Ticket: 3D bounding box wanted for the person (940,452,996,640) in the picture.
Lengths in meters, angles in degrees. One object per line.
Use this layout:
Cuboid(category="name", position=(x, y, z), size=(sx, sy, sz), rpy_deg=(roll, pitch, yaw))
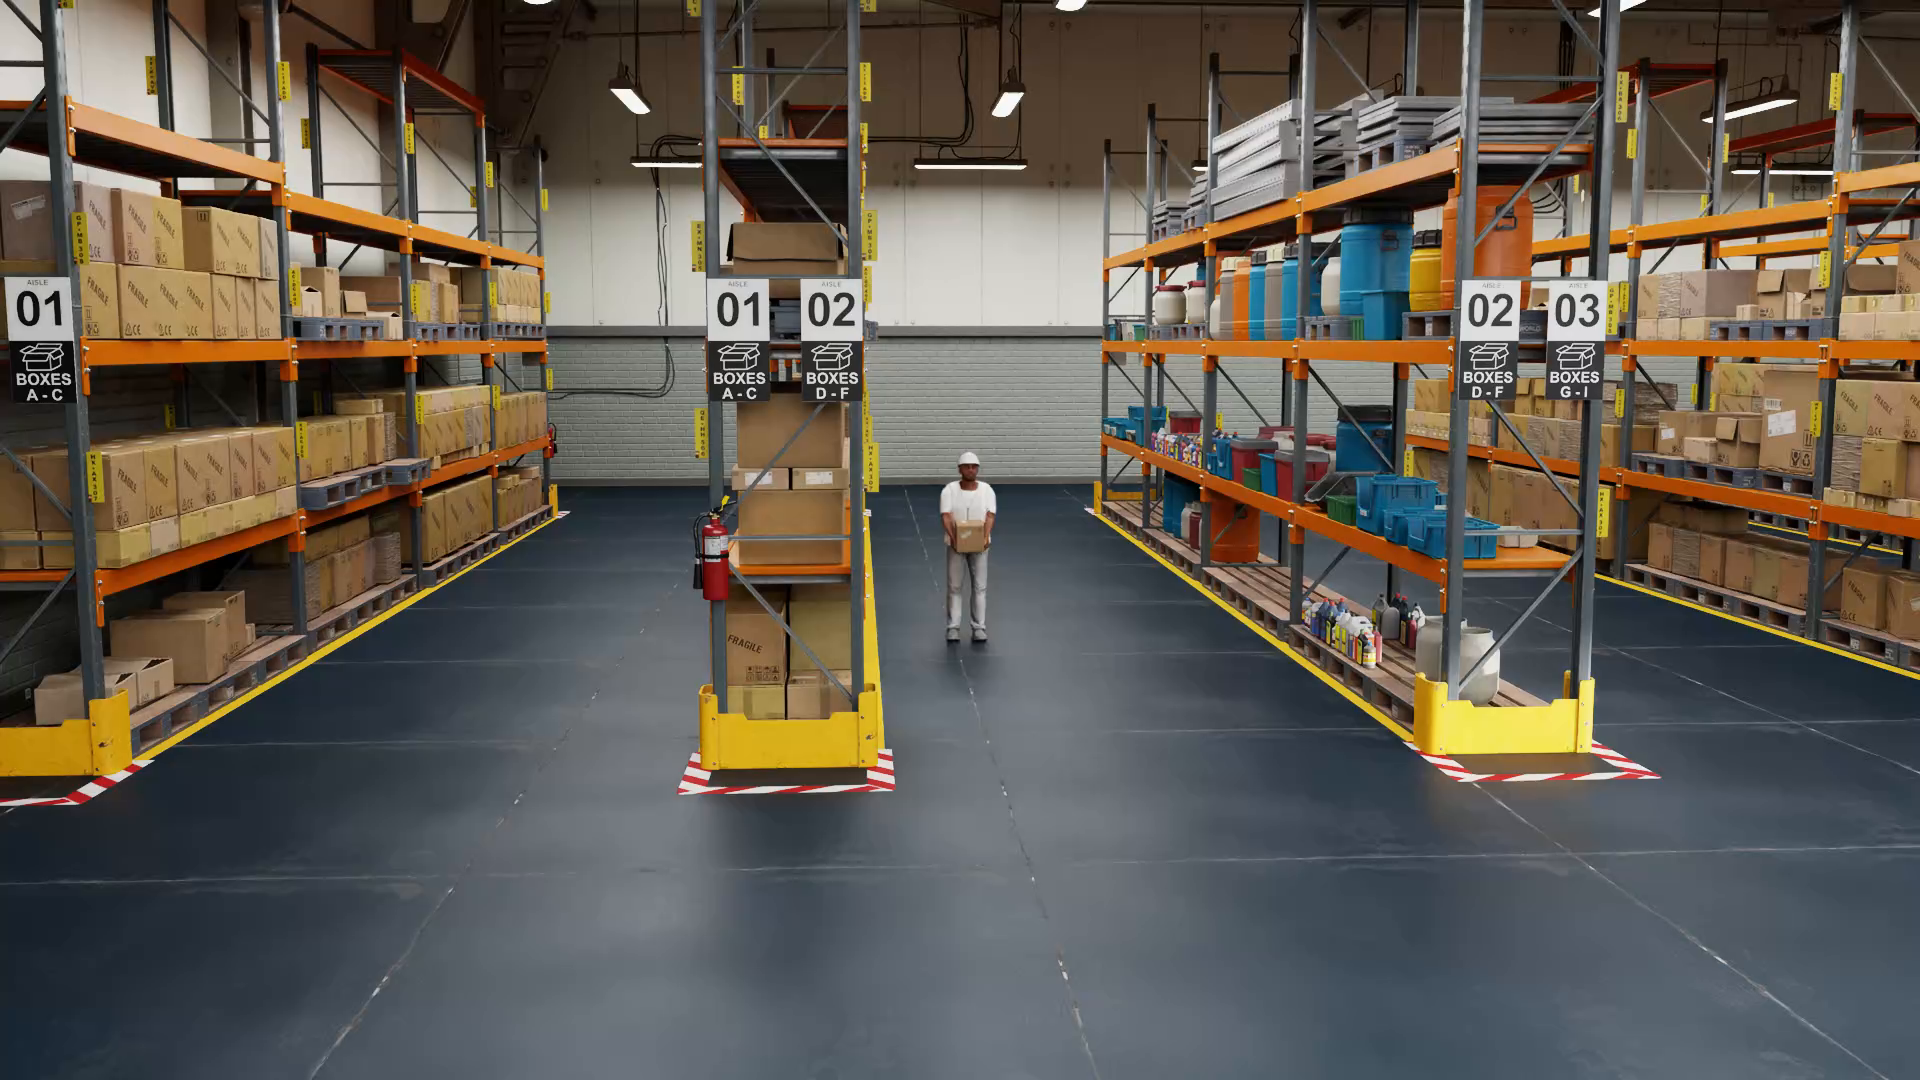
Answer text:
Cuboid(category="person", position=(0.082, 0.067, 15.583), size=(0.528, 1.767, 0.567), rpy_deg=(0, 7, -4))
